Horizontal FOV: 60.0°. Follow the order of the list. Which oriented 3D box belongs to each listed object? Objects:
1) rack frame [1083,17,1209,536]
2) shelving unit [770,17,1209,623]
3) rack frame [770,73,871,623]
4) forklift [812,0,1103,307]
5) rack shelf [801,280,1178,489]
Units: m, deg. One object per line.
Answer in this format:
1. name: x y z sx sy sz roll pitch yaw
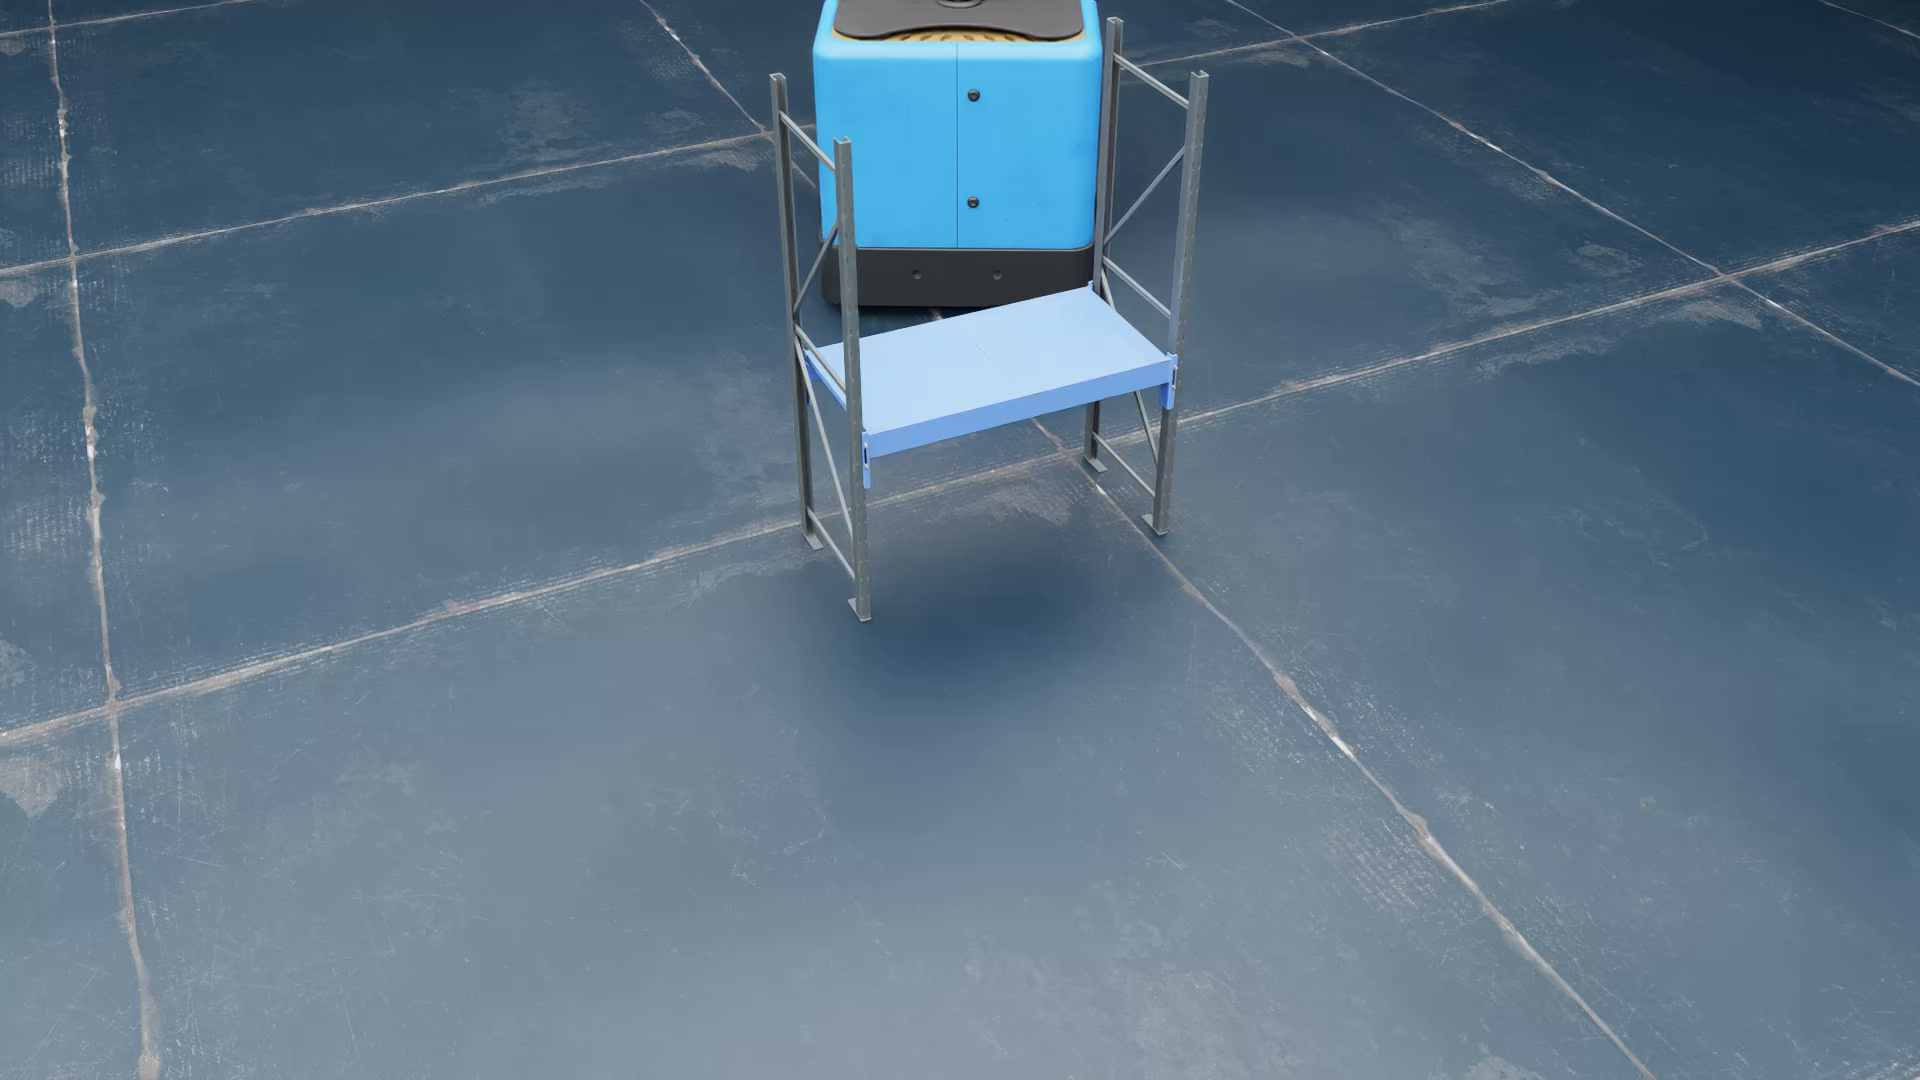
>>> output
1. rack frame: 0.537 -0.753 5.006 0.032 1.500 0.500 -16 39 -20
2. shelving unit: 0.077 -0.624 4.832 1.048 1.500 0.538 -16 39 -20
3. rack frame: -0.383 -0.495 4.659 0.032 1.500 0.500 -16 39 -20
4. forklift: 0.019 -2.908 6.710 1.130 2.935 3.031 1 37 1
5. rack shelf: 0.077 -0.480 4.939 1.000 0.185 0.538 -16 39 -20
